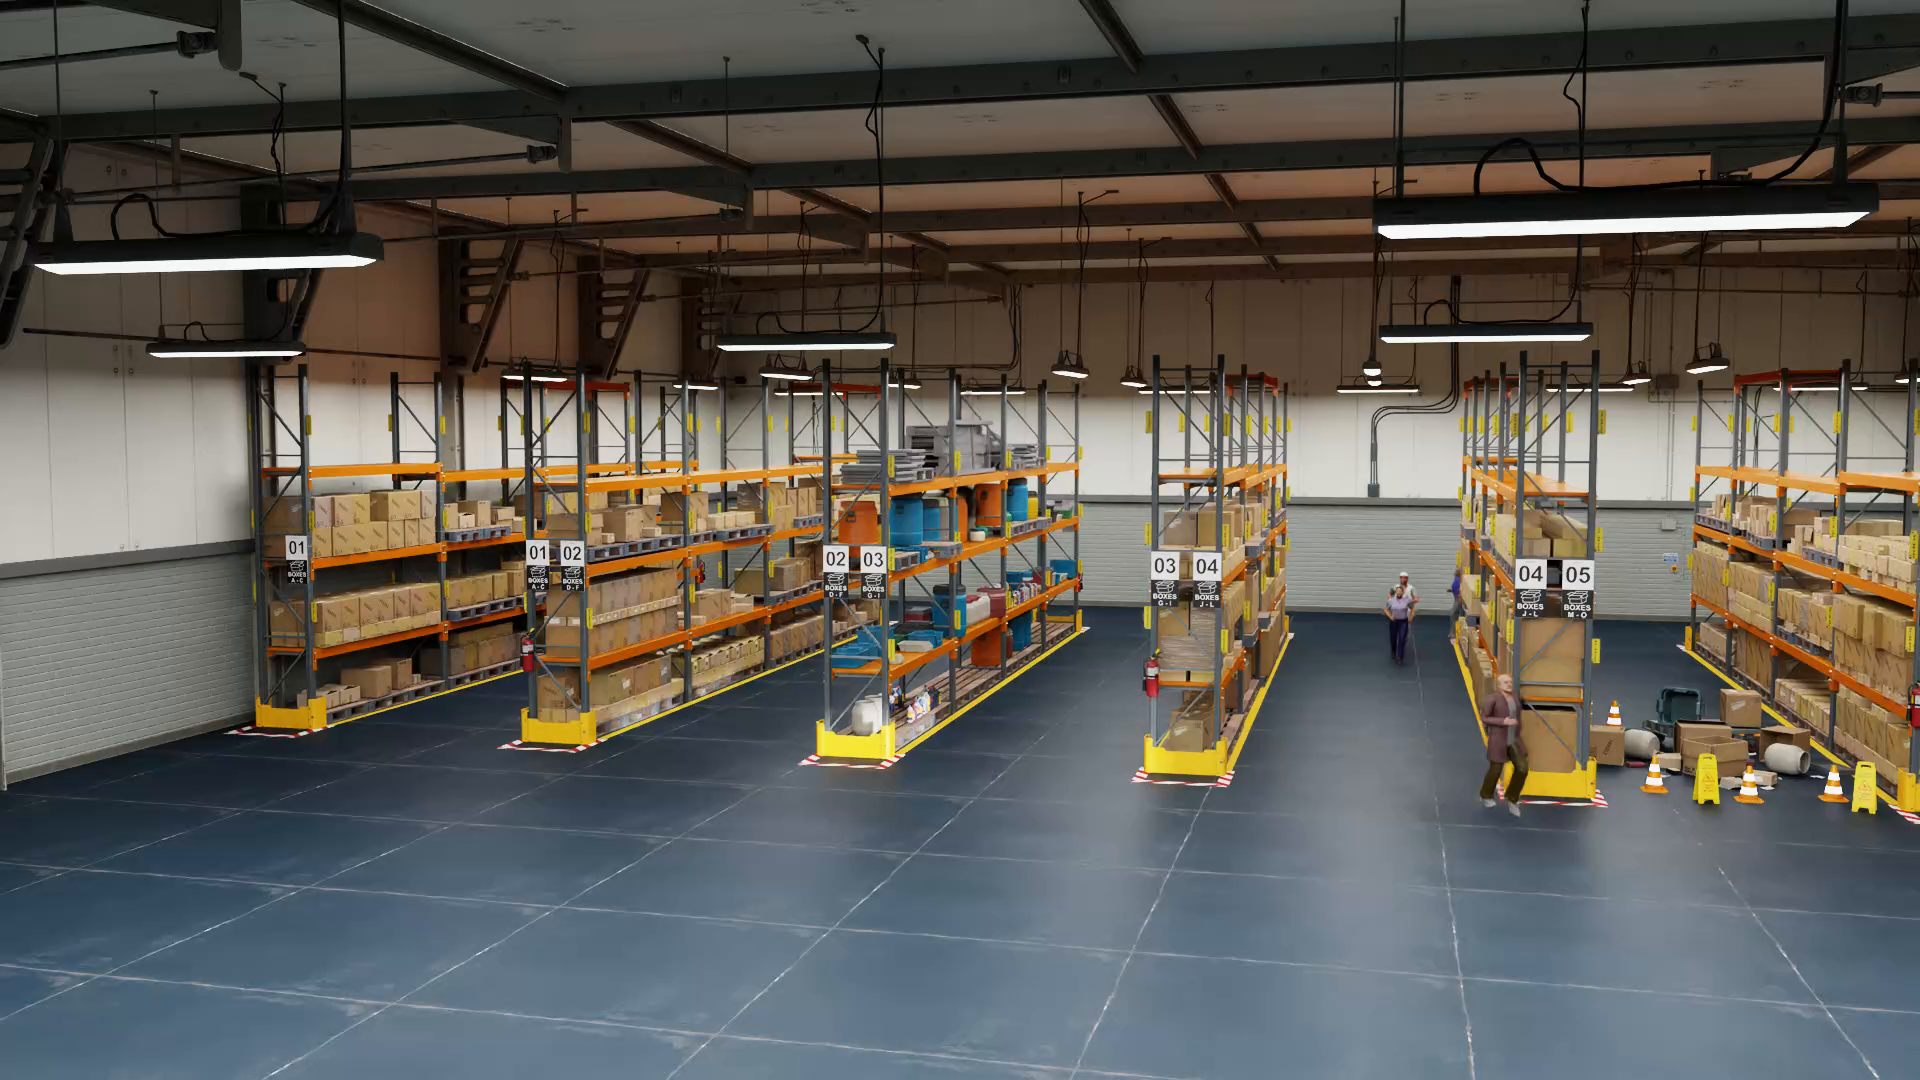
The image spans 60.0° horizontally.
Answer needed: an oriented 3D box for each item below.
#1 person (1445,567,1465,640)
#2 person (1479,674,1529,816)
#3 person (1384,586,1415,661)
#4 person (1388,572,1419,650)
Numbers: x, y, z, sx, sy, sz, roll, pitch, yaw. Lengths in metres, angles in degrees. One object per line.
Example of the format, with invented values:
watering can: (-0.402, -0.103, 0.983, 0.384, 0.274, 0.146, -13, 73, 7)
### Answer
person: (11.748, 1.484, 39.010, 0.773, 1.712, 0.639, 0, 4, -1)
person: (7.022, 2.648, 21.443, 0.687, 1.849, 0.785, -1, 4, -13)
person: (9.237, 1.747, 34.941, 0.631, 1.548, 0.651, 1, 4, 17)
person: (9.633, 1.536, 36.169, 0.656, 1.701, 0.819, 1, 4, 14)
